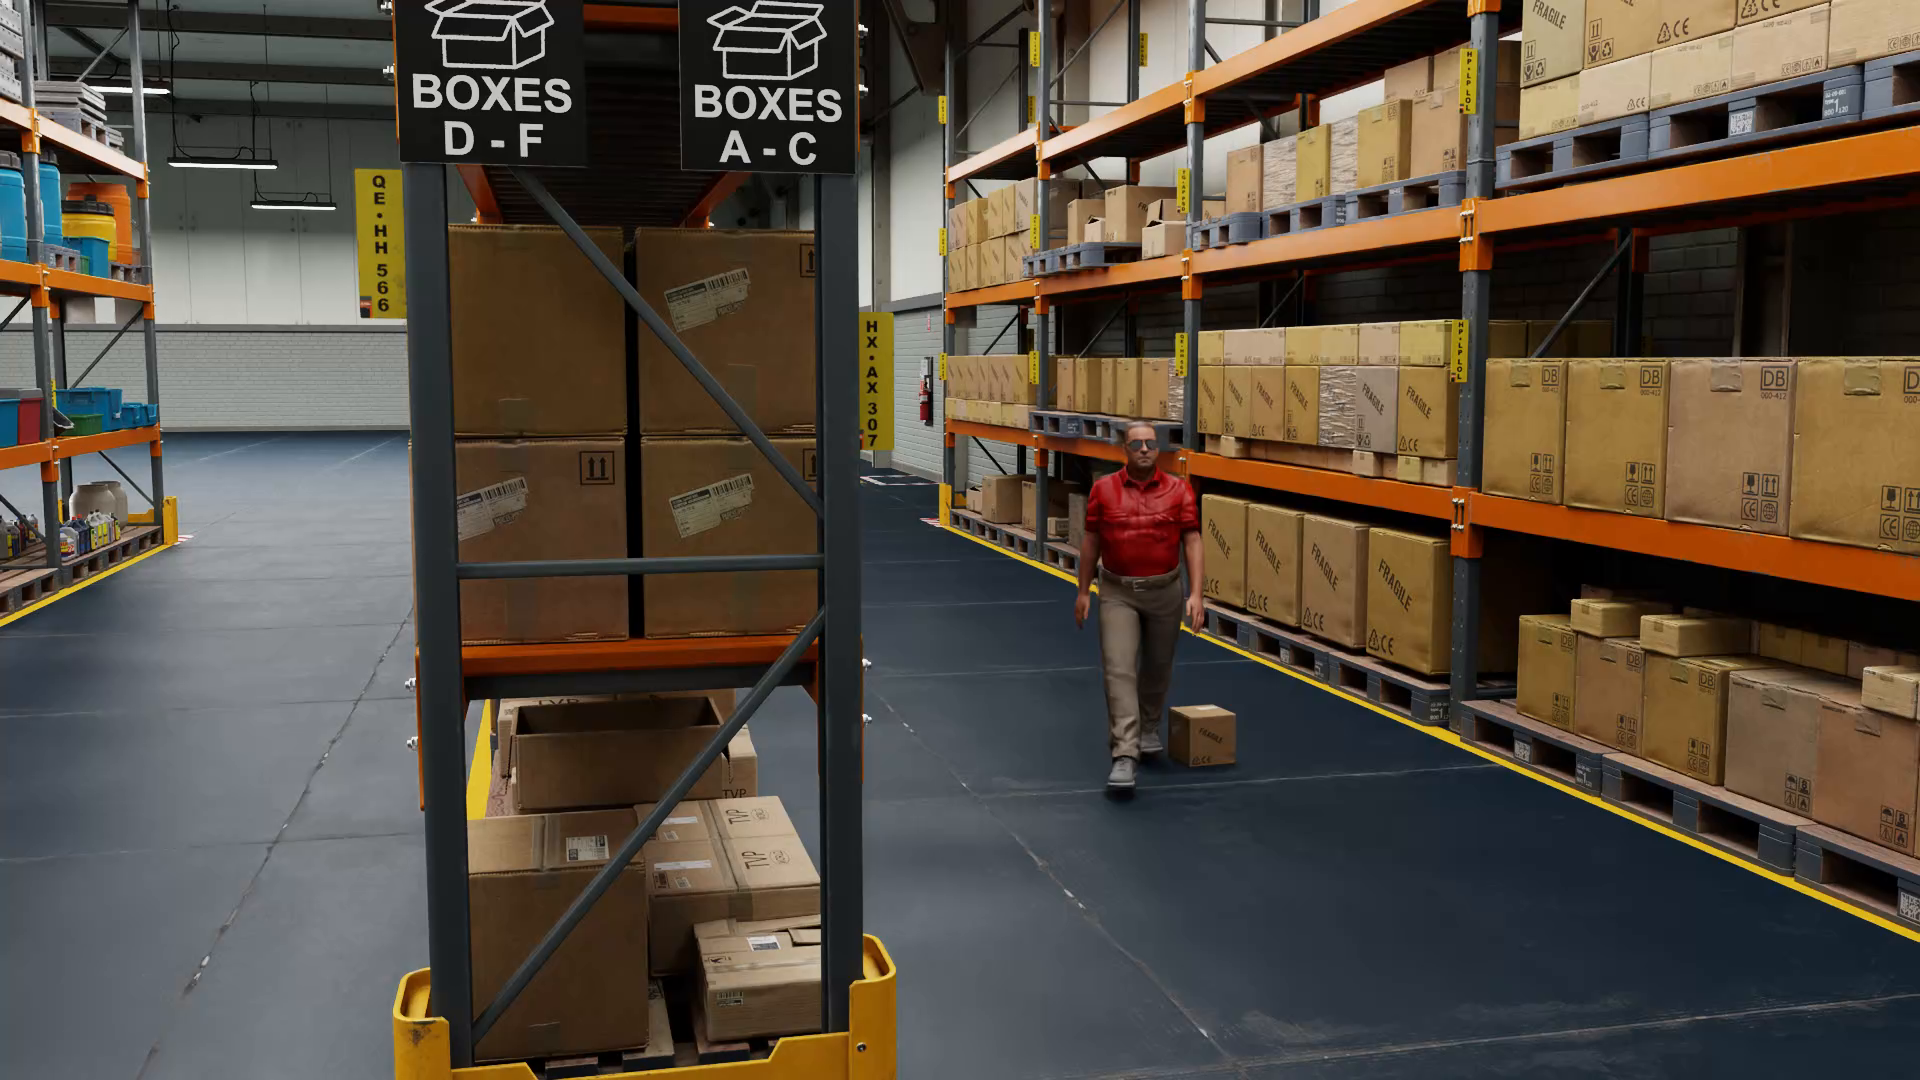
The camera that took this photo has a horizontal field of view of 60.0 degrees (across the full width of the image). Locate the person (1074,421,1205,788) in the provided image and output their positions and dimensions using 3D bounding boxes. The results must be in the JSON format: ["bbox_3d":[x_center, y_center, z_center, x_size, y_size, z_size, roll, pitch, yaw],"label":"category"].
[{"bbox_3d":[0.858,0.268,7.921,0.602,1.660,1.038,0,6,1],"label":"person"}]
